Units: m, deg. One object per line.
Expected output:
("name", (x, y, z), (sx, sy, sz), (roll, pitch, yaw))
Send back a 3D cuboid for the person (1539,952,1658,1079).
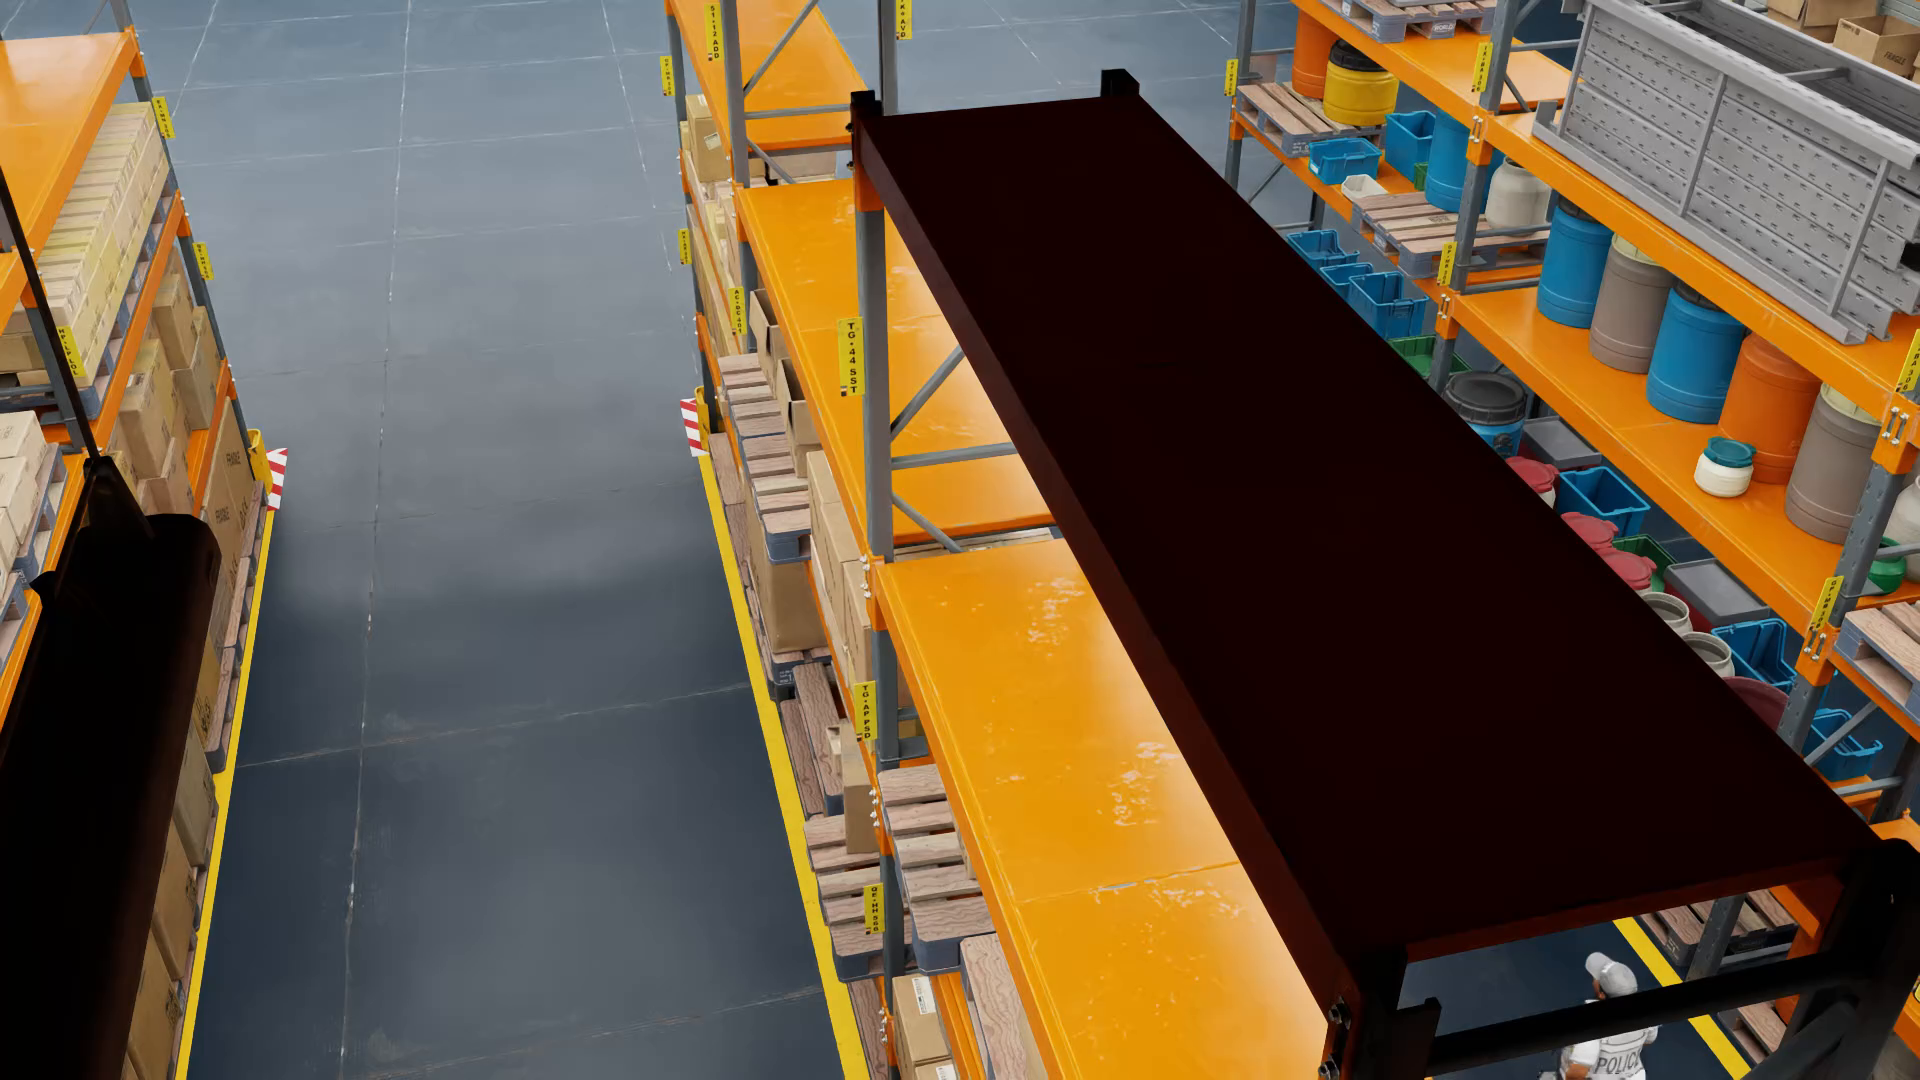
("person", (3.273, 2.855, 8.538), (0.585, 1.573, 0.757), (-2, 34, -3))
